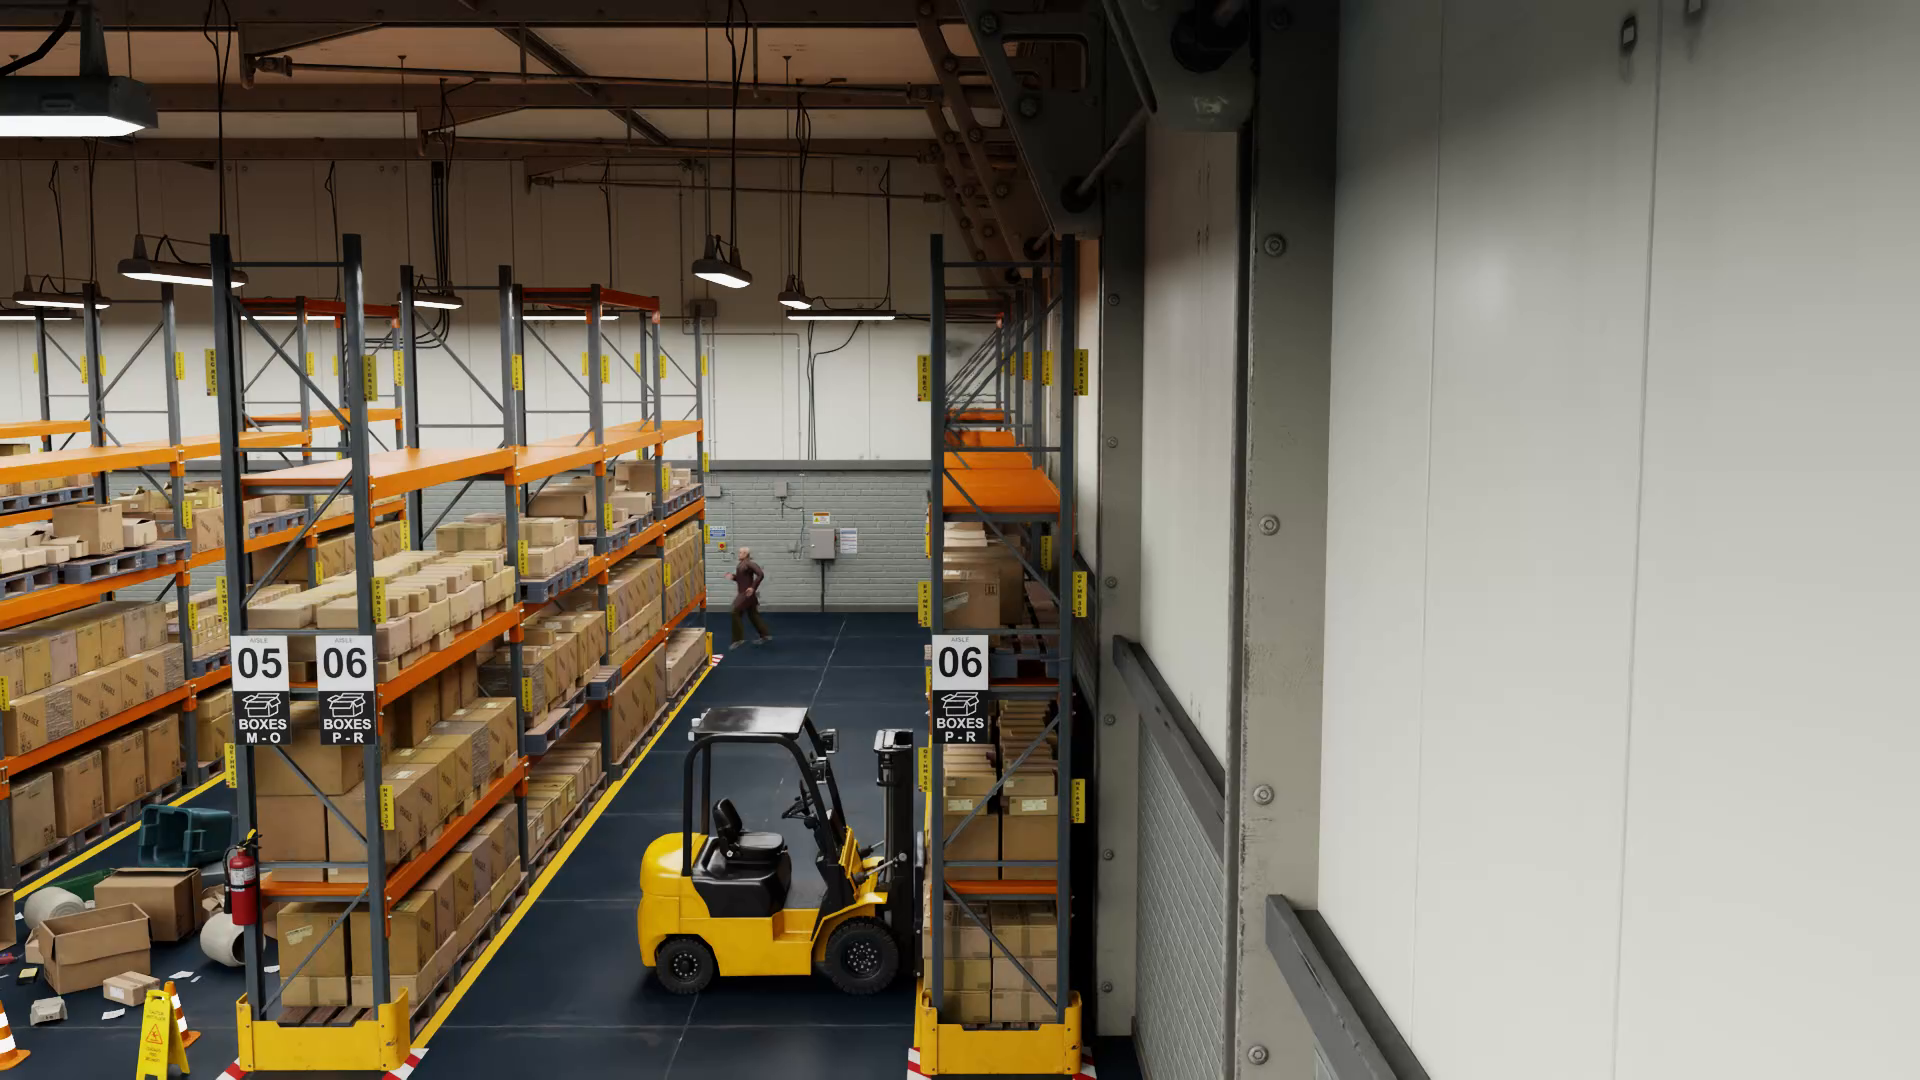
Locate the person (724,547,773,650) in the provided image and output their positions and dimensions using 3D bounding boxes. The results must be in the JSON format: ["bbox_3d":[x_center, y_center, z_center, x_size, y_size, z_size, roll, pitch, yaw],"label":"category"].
[{"bbox_3d":[-3.756,1.039,29.511,0.861,1.855,0.668,-1,6,-9],"label":"person"}]
